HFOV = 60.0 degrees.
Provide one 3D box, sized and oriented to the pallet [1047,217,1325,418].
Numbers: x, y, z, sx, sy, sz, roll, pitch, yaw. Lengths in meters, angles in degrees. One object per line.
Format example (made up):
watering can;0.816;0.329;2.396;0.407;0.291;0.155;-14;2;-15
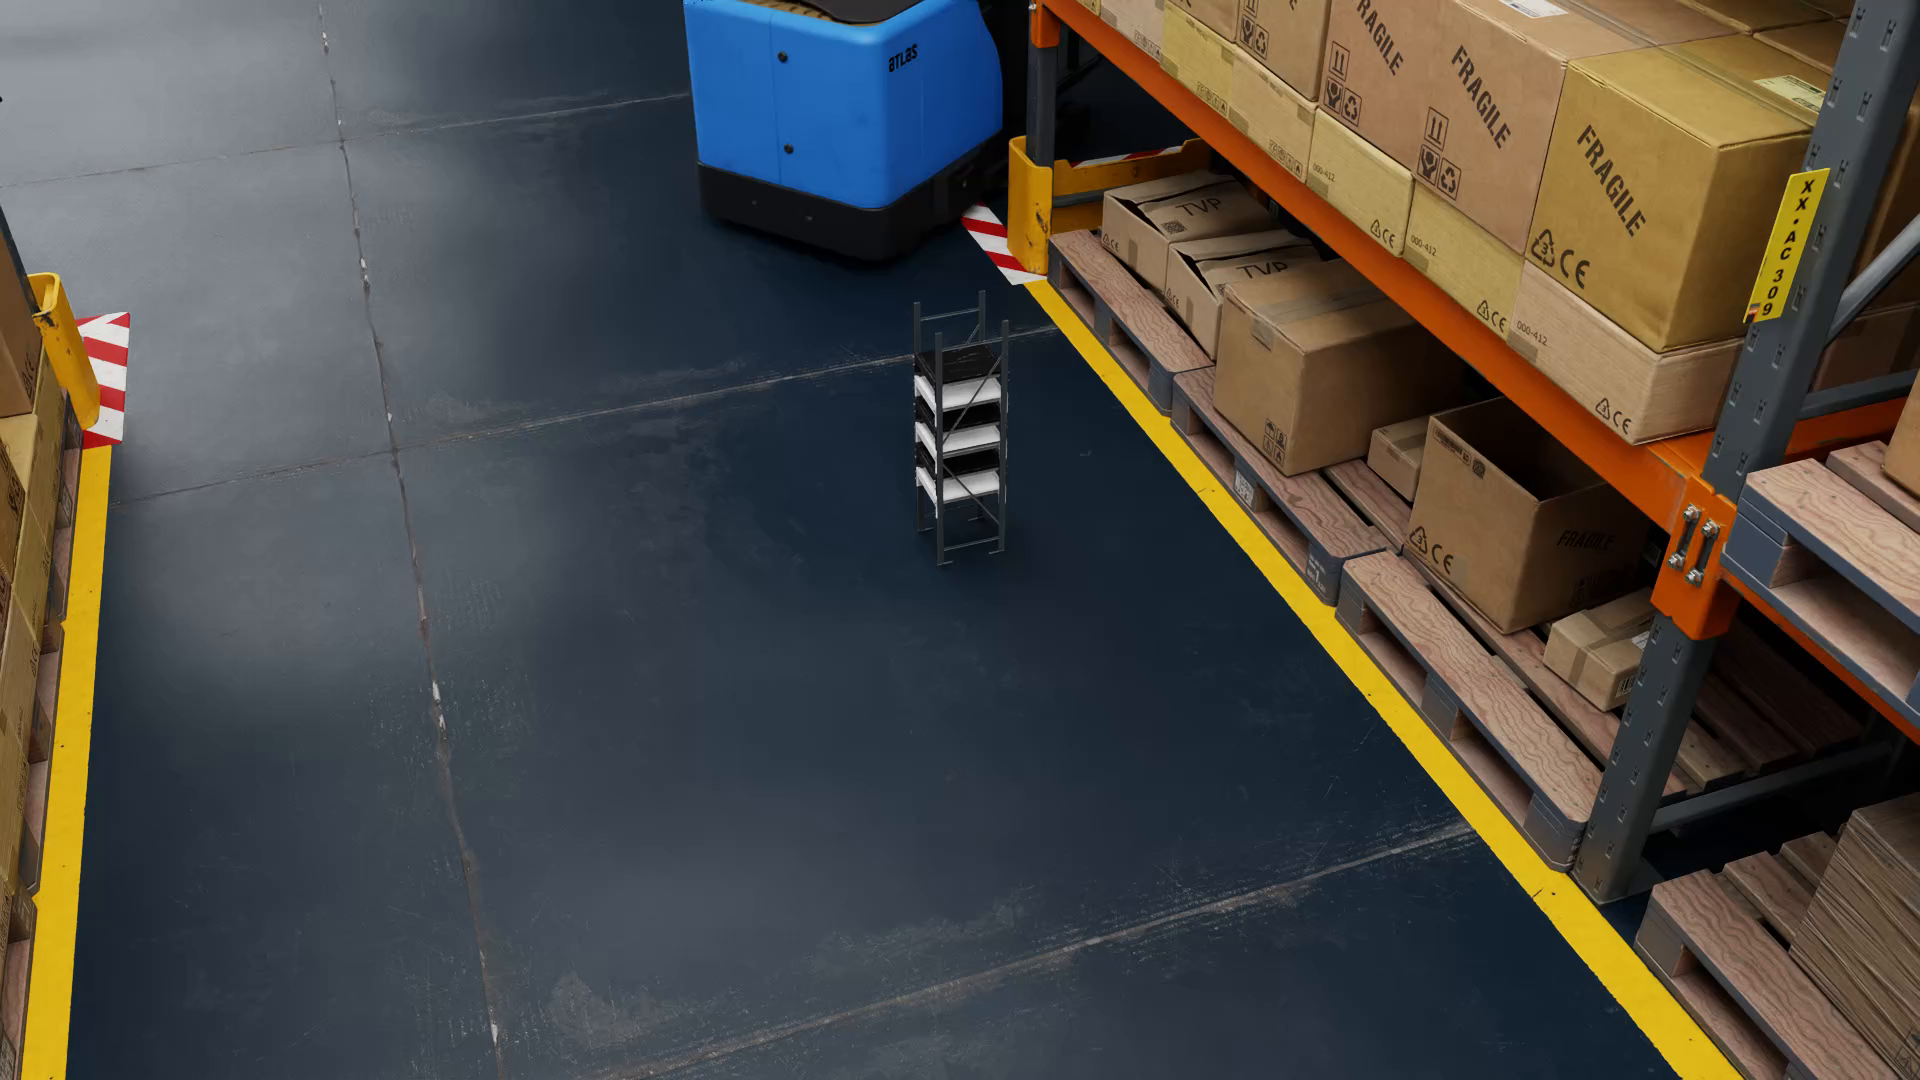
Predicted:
pallet;1.048;-0.989;6.887;1.003;0.211;1.213;-12;39;-16

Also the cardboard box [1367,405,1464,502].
cardboard box;1.620;-0.297;5.655;0.380;0.149;0.250;-16;40;-20

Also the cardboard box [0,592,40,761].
cardboard box;-2.885;0.433;4.618;0.500;0.250;0.500;-12;39;-16

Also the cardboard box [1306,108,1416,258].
cardboard box;1.353;-1.069;4.784;0.500;0.250;0.500;-13;39;-16

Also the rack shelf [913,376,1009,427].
rack shelf;0.003;-0.472;5.385;0.258;0.077;0.200;-12;39;-16

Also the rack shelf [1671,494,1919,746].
rack shelf;2.840;1.065;2.441;1.077;0.370;4.000;-12;39;-16

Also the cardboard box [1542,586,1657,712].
cardboard box;1.940;0.308;4.837;0.380;0.166;0.250;-18;40;-22

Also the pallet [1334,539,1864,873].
pallet;1.888;0.390;5.057;1.003;0.211;1.213;-12;39;-16

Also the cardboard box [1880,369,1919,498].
cardboard box;2.295;-0.273;3.171;0.700;0.500;0.500;-12;39;-16

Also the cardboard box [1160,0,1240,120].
cardboard box;1.007;-1.639;5.541;0.500;0.250;0.500;-13;39;-17

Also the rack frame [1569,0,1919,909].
rack frame;2.152;-0.352;3.724;1.000;3.000;0.127;-12;39;-16

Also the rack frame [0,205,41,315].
rack frame;-3.874;-1.584;5.360;1.000;3.000;0.127;-12;39;-16

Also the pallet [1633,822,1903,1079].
pallet;2.421;1.201;3.980;1.003;0.211;1.213;-12;39;-16

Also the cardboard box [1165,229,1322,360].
cardboard box;1.125;-0.982;6.430;0.500;0.311;0.500;-9;38;-12

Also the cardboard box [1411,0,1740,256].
cardboard box;1.522;-1.084;4.180;0.500;0.500;0.500;-13;39;-16

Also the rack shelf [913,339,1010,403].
rack shelf;0.003;-0.544;5.331;0.258;0.077;0.200;-12;39;-16

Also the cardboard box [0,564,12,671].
cardboard box;-2.882;0.133;4.394;0.500;0.500;0.500;-12;39;-16

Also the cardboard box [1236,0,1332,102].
cardboard box;1.179;-1.664;4.951;0.500;0.500;0.500;-11;38;-15

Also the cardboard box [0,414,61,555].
cardboard box;-3.229;-0.132;5.368;0.500;0.250;0.500;-12;39;-16

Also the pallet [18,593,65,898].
pallet;-3.156;0.641;4.723;1.003;0.211;1.213;-12;39;-16

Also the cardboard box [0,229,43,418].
cardboard box;-3.410;-0.712;5.515;0.500;0.500;0.500;-12;39;-16

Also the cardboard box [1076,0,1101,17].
cardboard box;0.645;-2.218;6.310;0.500;0.250;0.500;-14;39;-17

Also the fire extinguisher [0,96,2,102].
fire extinguisher;-3.479;-1.716;5.600;0.296;0.674;0.183;-12;39;-16

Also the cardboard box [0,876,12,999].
cardboard box;-2.540;0.998;3.868;0.500;0.250;0.500;-12;39;-16

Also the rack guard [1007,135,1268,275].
rack guard;0.802;-1.570;7.419;1.175;0.500;0.348;-12;39;-16

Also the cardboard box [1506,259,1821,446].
cardboard box;1.704;-0.505;4.035;0.500;0.250;0.500;-12;39;-16

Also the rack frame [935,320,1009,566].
rack frame;0.038;-0.297;5.397;0.240;0.900;0.006;-12;39;-16

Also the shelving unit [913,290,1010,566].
shelving unit;0.003;-0.355;5.473;0.258;0.900;0.210;-12;39;-16

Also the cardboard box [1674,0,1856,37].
cardboard box;2.012;-1.202;4.337;0.500;0.500;0.500;-13;39;-16

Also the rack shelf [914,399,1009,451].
rack shelf;0.003;-0.400;5.439;0.258;0.077;0.200;-12;39;-16

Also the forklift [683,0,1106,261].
forklift;0.000;-3.247;7.624;1.130;2.935;3.031;20;41;25

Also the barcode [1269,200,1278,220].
barcode;1.311;-1.380;6.951;0.001;0.075;0.075;-12;39;-16
